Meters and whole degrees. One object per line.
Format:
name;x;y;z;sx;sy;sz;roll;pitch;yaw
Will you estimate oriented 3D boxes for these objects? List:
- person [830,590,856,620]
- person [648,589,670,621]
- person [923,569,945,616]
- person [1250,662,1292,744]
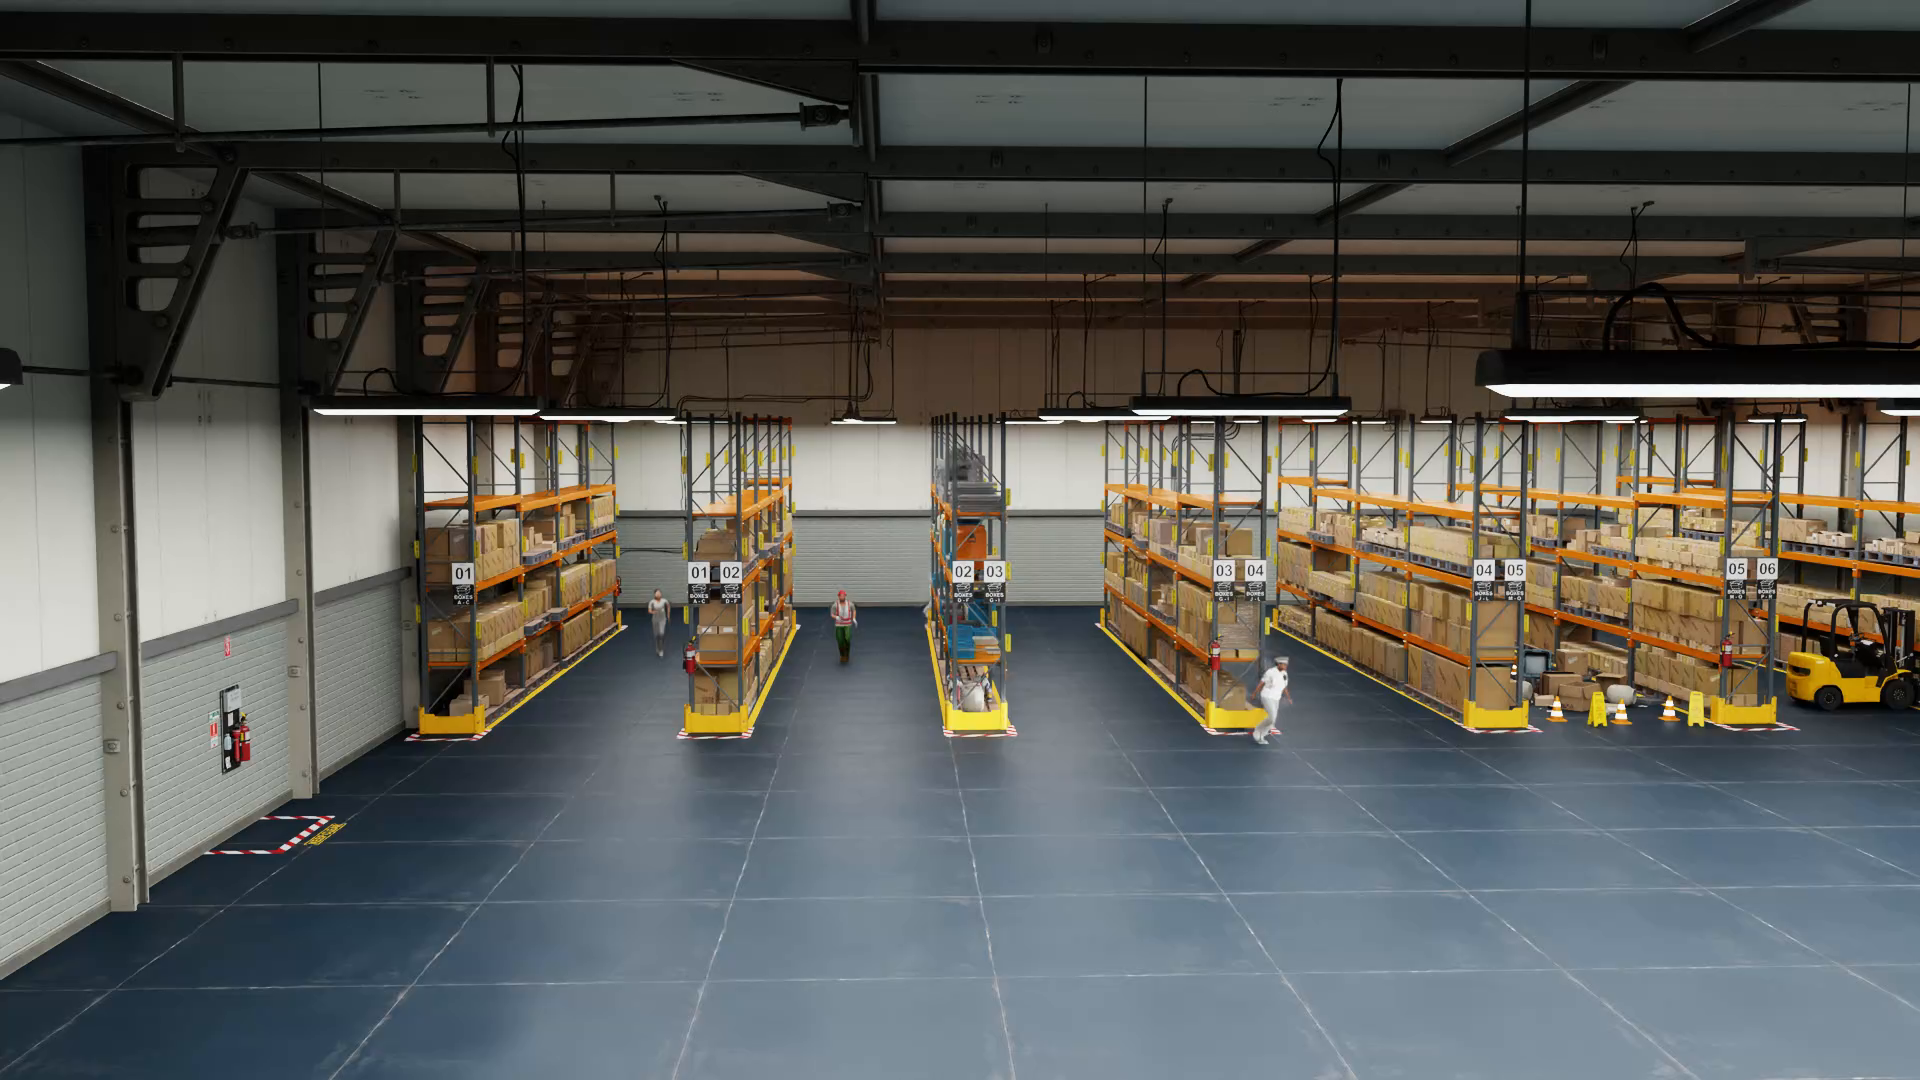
person;-2.830;1.584;40.262;0.612;0.753;0.547;0;4;-2
person;-7.505;1.635;41.374;0.508;0.833;0.658;0;4;-4
person;-0.591;1.526;49.696;1.067;1.746;0.760;1;4;9
person;5.618;2.886;30.000;0.603;1.587;0.699;-3;5;-37
